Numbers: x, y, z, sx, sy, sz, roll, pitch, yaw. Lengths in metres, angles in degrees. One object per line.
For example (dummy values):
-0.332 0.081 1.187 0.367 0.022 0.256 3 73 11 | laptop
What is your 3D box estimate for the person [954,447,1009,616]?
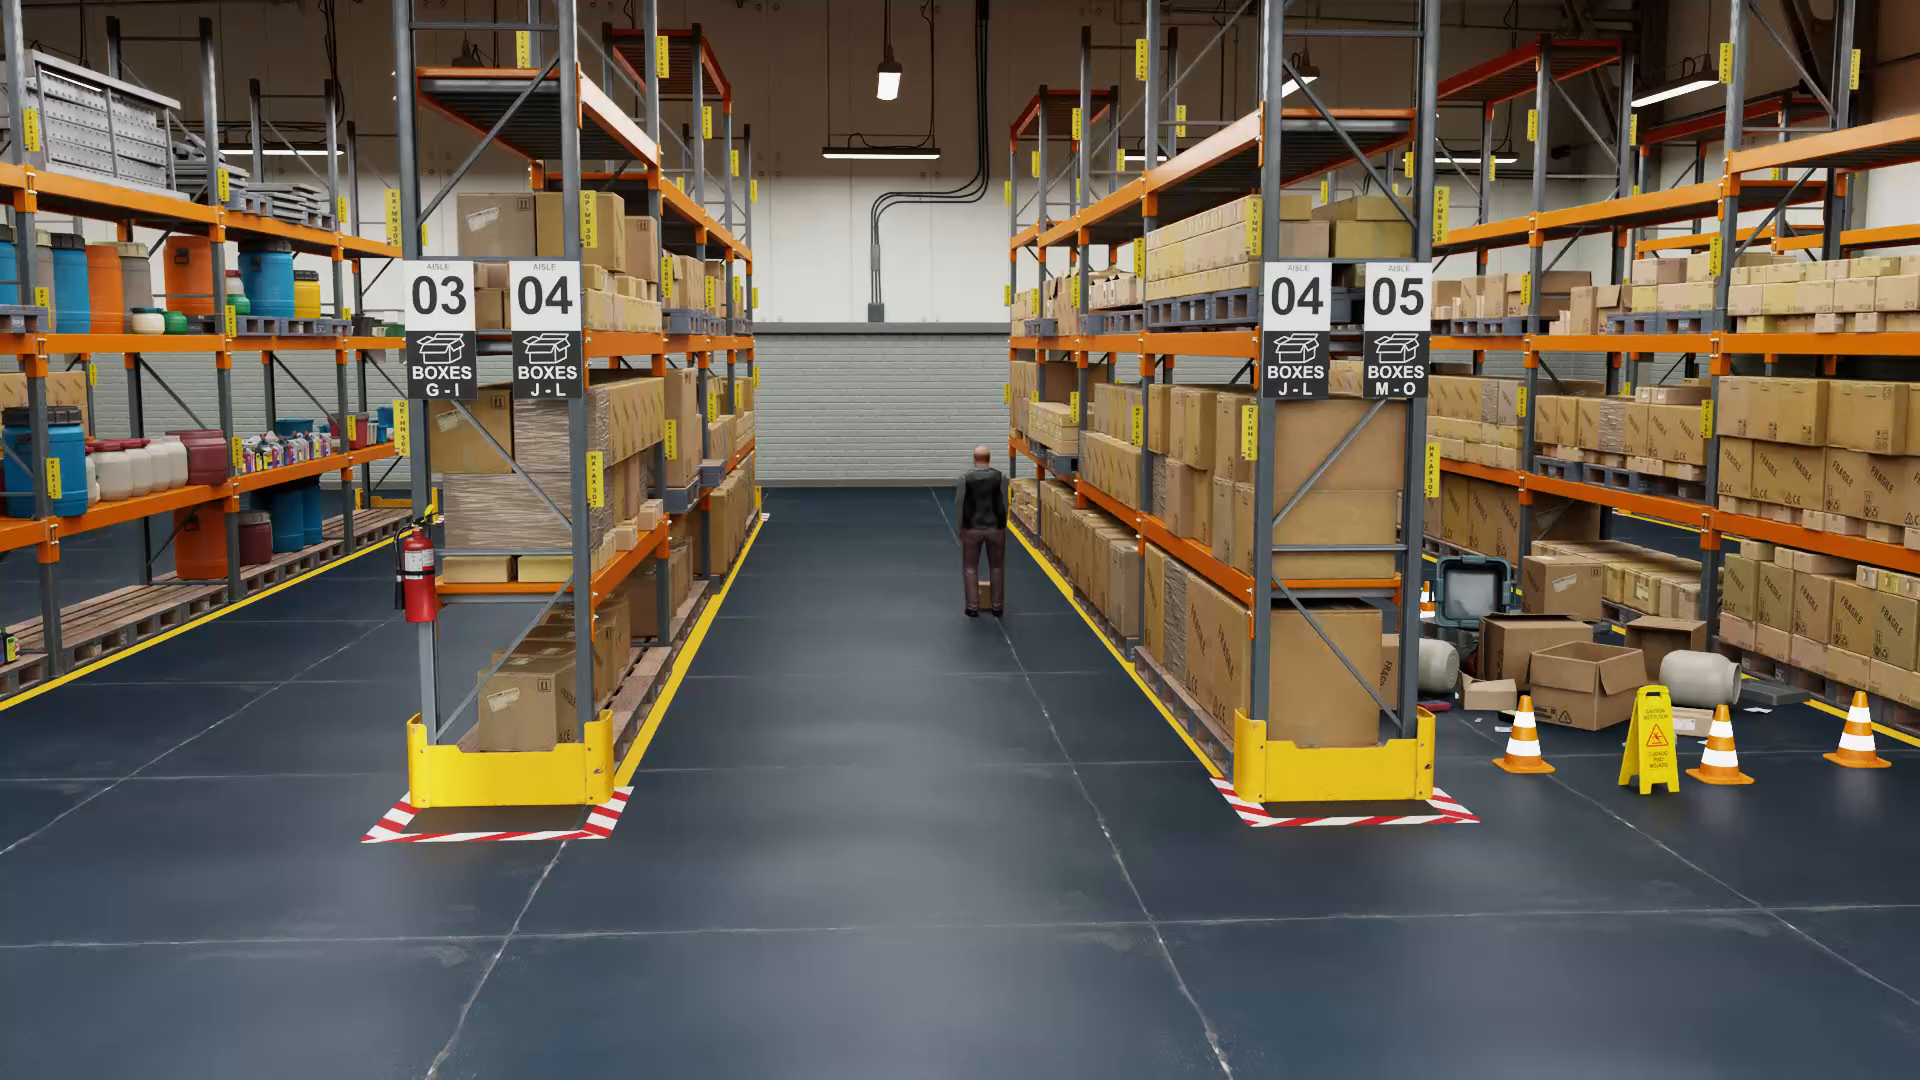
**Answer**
0.216 -0.080 16.677 0.549 1.691 0.397 0 7 -2 | person
